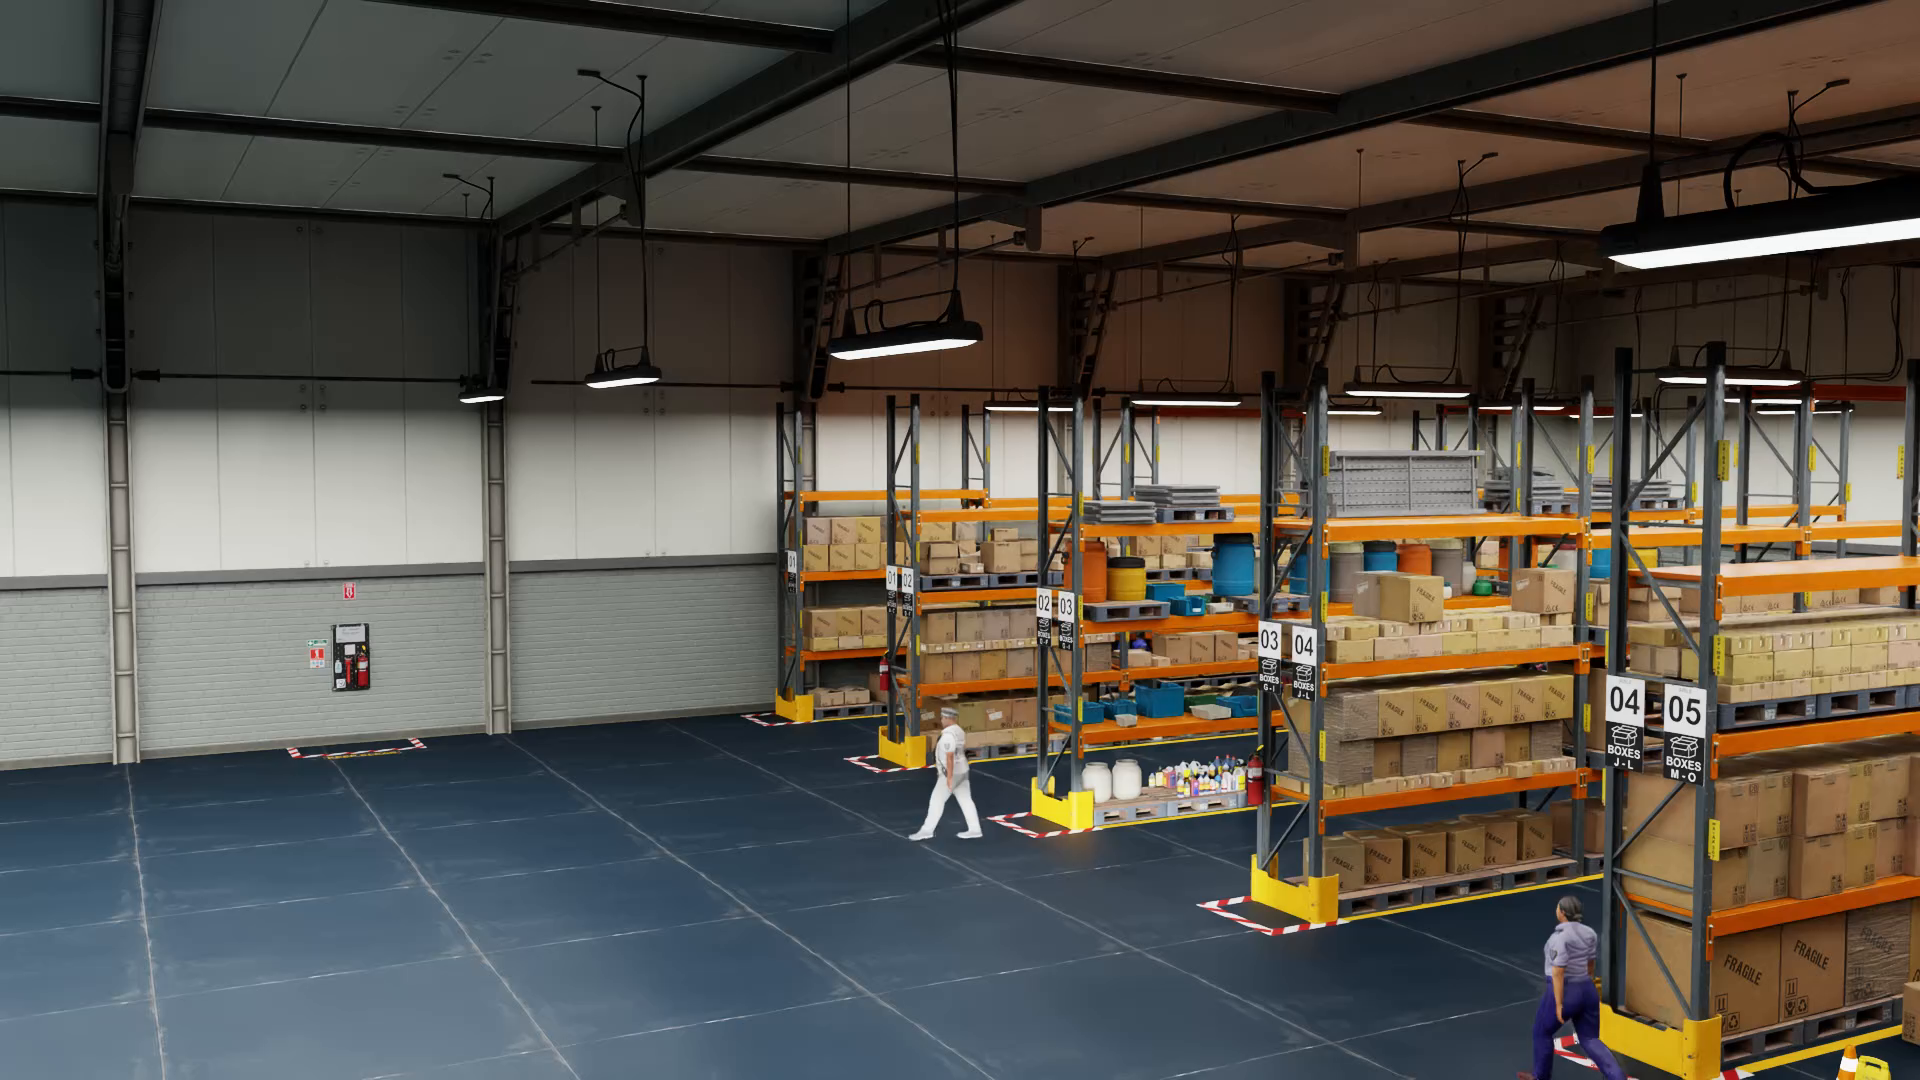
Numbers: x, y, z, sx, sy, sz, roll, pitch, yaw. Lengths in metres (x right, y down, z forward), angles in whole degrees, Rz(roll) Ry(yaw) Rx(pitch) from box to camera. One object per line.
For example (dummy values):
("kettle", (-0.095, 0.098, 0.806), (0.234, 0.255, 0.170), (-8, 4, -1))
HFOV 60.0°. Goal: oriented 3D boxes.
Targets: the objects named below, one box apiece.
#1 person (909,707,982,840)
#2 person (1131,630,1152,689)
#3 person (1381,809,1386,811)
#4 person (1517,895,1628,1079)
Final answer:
("person", (-0.164, 3.047, 21.789), (0.907, 1.721, 0.573), (1, 3, 21))
("person", (3.459, 2.526, 32.155), (0.501, 1.656, 0.507), (-2, 4, -28))
("person", (5.835, 2.990, 23.563), (0.562, 1.840, 0.720), (-2, 4, -36))
("person", (4.844, 3.613, 13.117), (0.478, 1.590, 0.962), (-2, 4, -27))
